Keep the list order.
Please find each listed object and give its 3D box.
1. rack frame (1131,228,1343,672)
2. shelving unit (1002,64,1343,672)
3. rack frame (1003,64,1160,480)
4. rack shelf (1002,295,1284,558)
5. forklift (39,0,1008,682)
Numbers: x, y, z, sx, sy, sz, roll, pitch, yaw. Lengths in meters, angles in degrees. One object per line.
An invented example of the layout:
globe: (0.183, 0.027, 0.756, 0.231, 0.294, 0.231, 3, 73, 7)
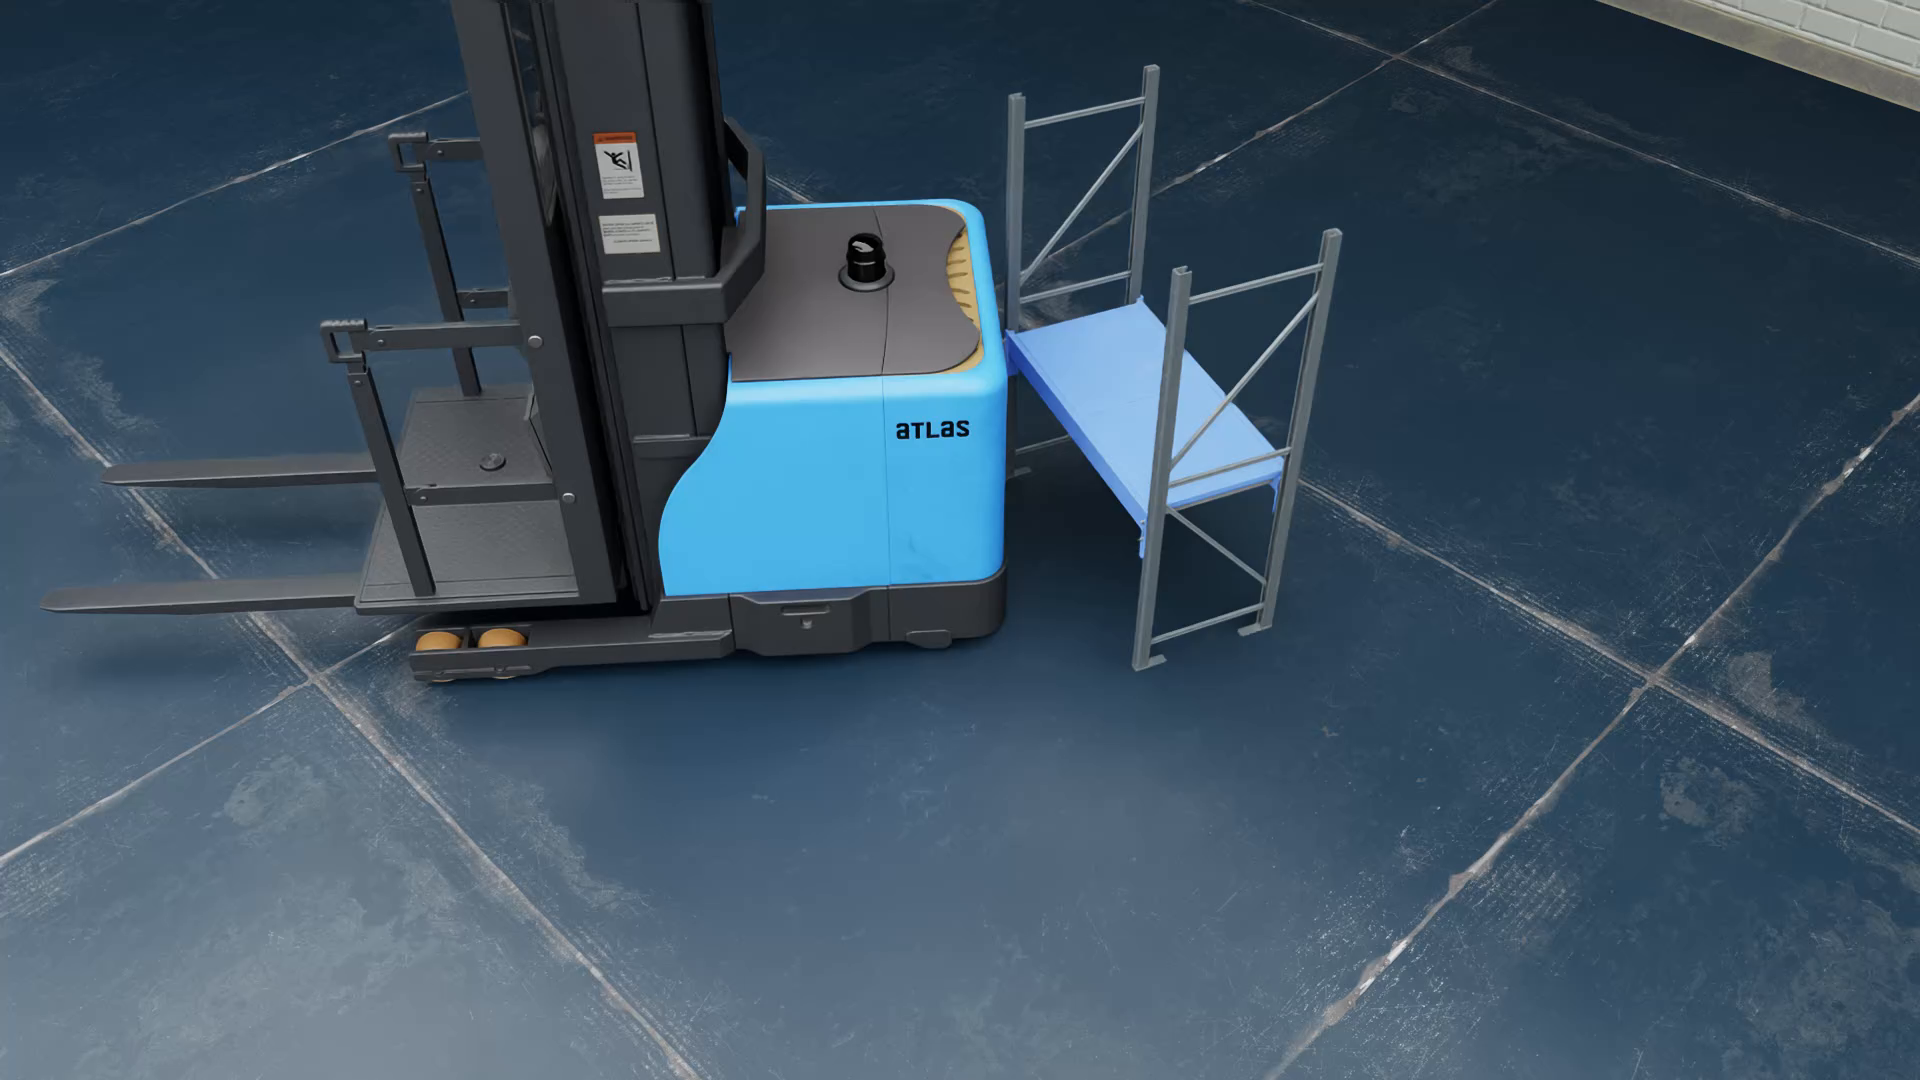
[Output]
rack frame: (0.784, -0.207, 4.869, 0.500, 1.500, 0.032, -16, 45, -17)
shelving unit: (0.582, -0.524, 5.211, 0.538, 1.500, 1.048, -16, 45, -17)
rack frame: (0.381, -0.840, 5.554, 0.500, 1.500, 0.032, -16, 45, -17)
rack shelf: (0.582, -0.391, 5.334, 0.538, 0.185, 1.000, -16, 45, -17)
forklift: (-1.393, -1.000, 4.673, 3.031, 2.935, 1.130, -3, 43, -3)
